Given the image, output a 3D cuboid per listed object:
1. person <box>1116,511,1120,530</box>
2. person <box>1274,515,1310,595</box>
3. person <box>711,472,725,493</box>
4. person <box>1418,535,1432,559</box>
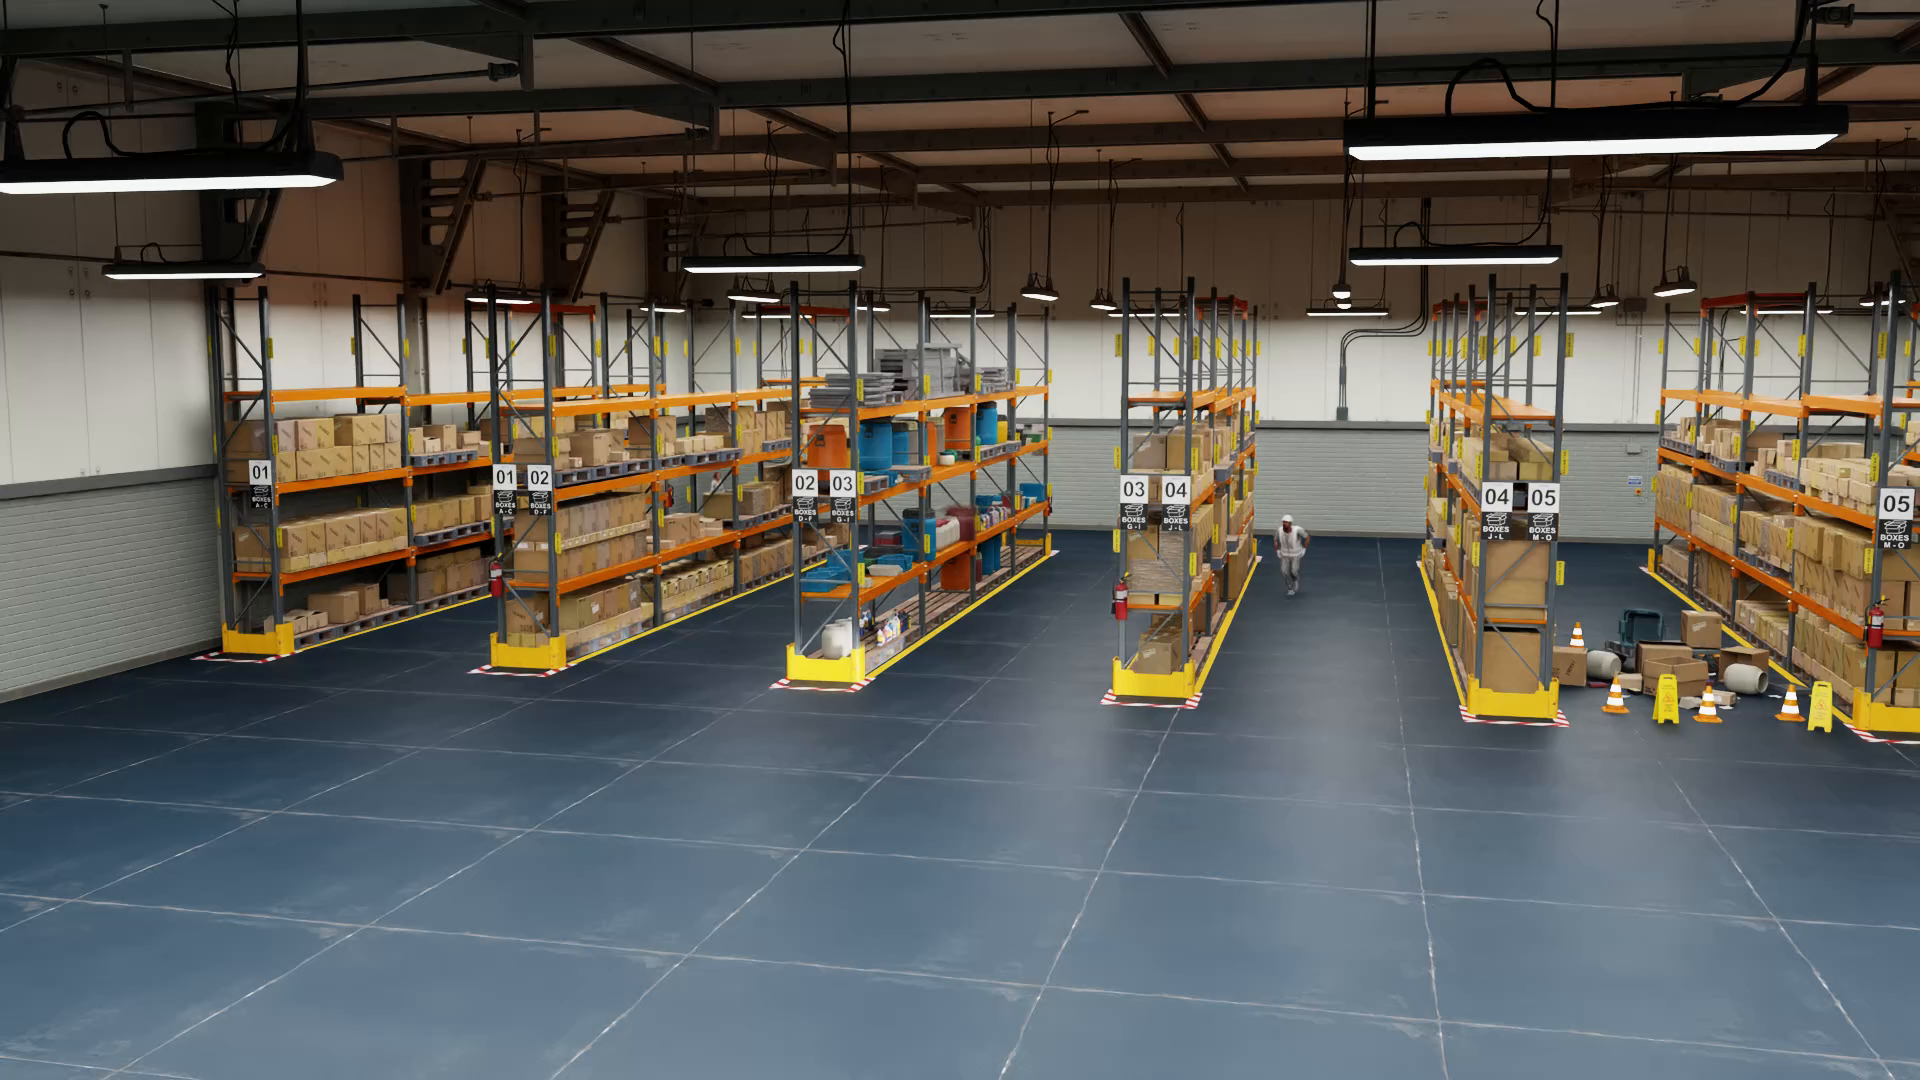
[{"bbox_3d":[3.843,-0.155,37.332,0.669,1.717,1.170,1,7,10],"label":"person"},{"bbox_3d":[6.717,0.306,33.699,0.727,1.676,0.672,3,7,22],"label":"person"},{"bbox_3d":[-6.836,-1.148,46.653,0.421,1.568,0.718,-5,8,-39],"label":"person"},{"bbox_3d":[11.379,-0.339,39.389,1.008,1.625,0.472,1,7,12],"label":"person"}]
